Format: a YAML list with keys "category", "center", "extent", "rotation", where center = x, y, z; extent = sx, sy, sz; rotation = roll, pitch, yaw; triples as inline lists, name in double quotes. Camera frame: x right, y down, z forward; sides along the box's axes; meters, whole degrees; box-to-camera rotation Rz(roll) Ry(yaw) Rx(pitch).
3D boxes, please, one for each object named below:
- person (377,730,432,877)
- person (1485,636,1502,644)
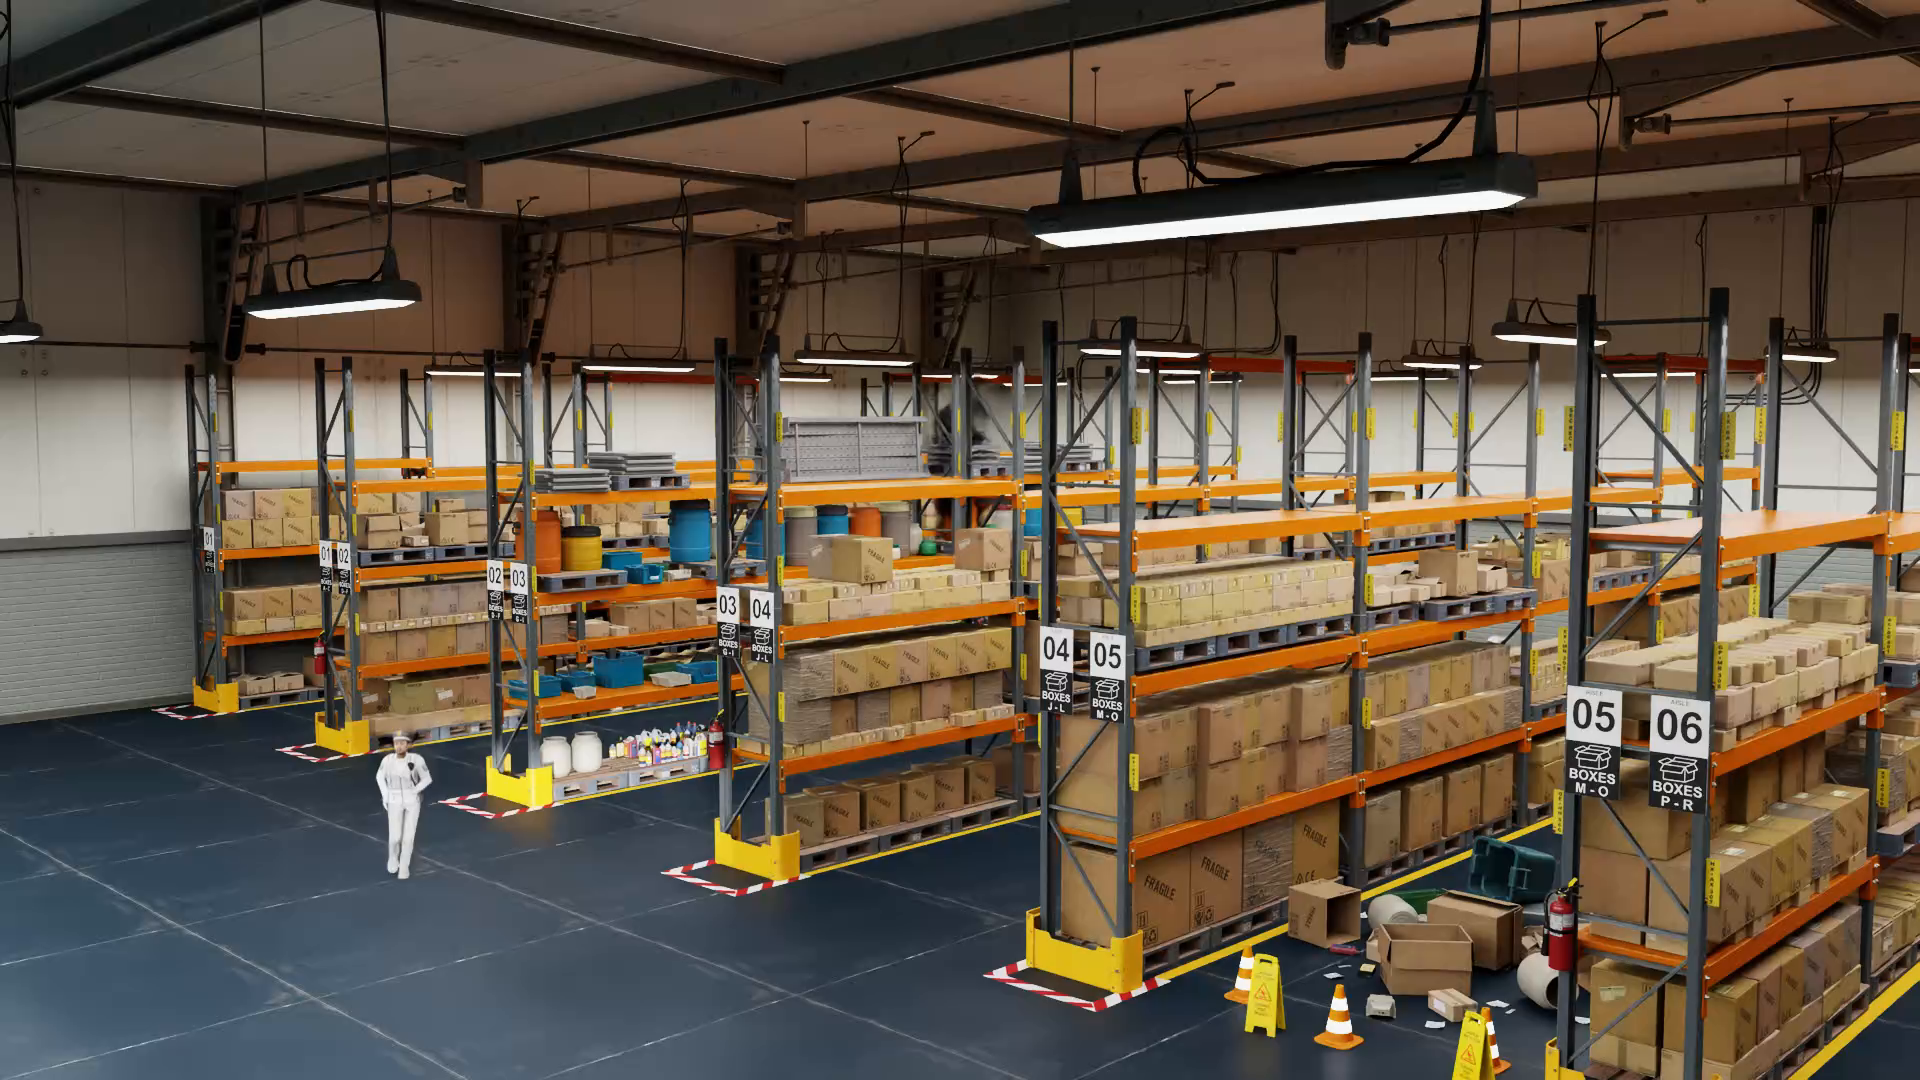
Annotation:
- category: "person"
  center: [-6.154, 2.923, 18.399]
  extent: [0.598, 1.666, 0.549]
  rotation: [-1, 5, -14]
- category: "person"
  center: [8.091, 2.355, 25.091]
  extent: [0.781, 1.838, 0.670]
  rotation: [-4, 6, -40]
